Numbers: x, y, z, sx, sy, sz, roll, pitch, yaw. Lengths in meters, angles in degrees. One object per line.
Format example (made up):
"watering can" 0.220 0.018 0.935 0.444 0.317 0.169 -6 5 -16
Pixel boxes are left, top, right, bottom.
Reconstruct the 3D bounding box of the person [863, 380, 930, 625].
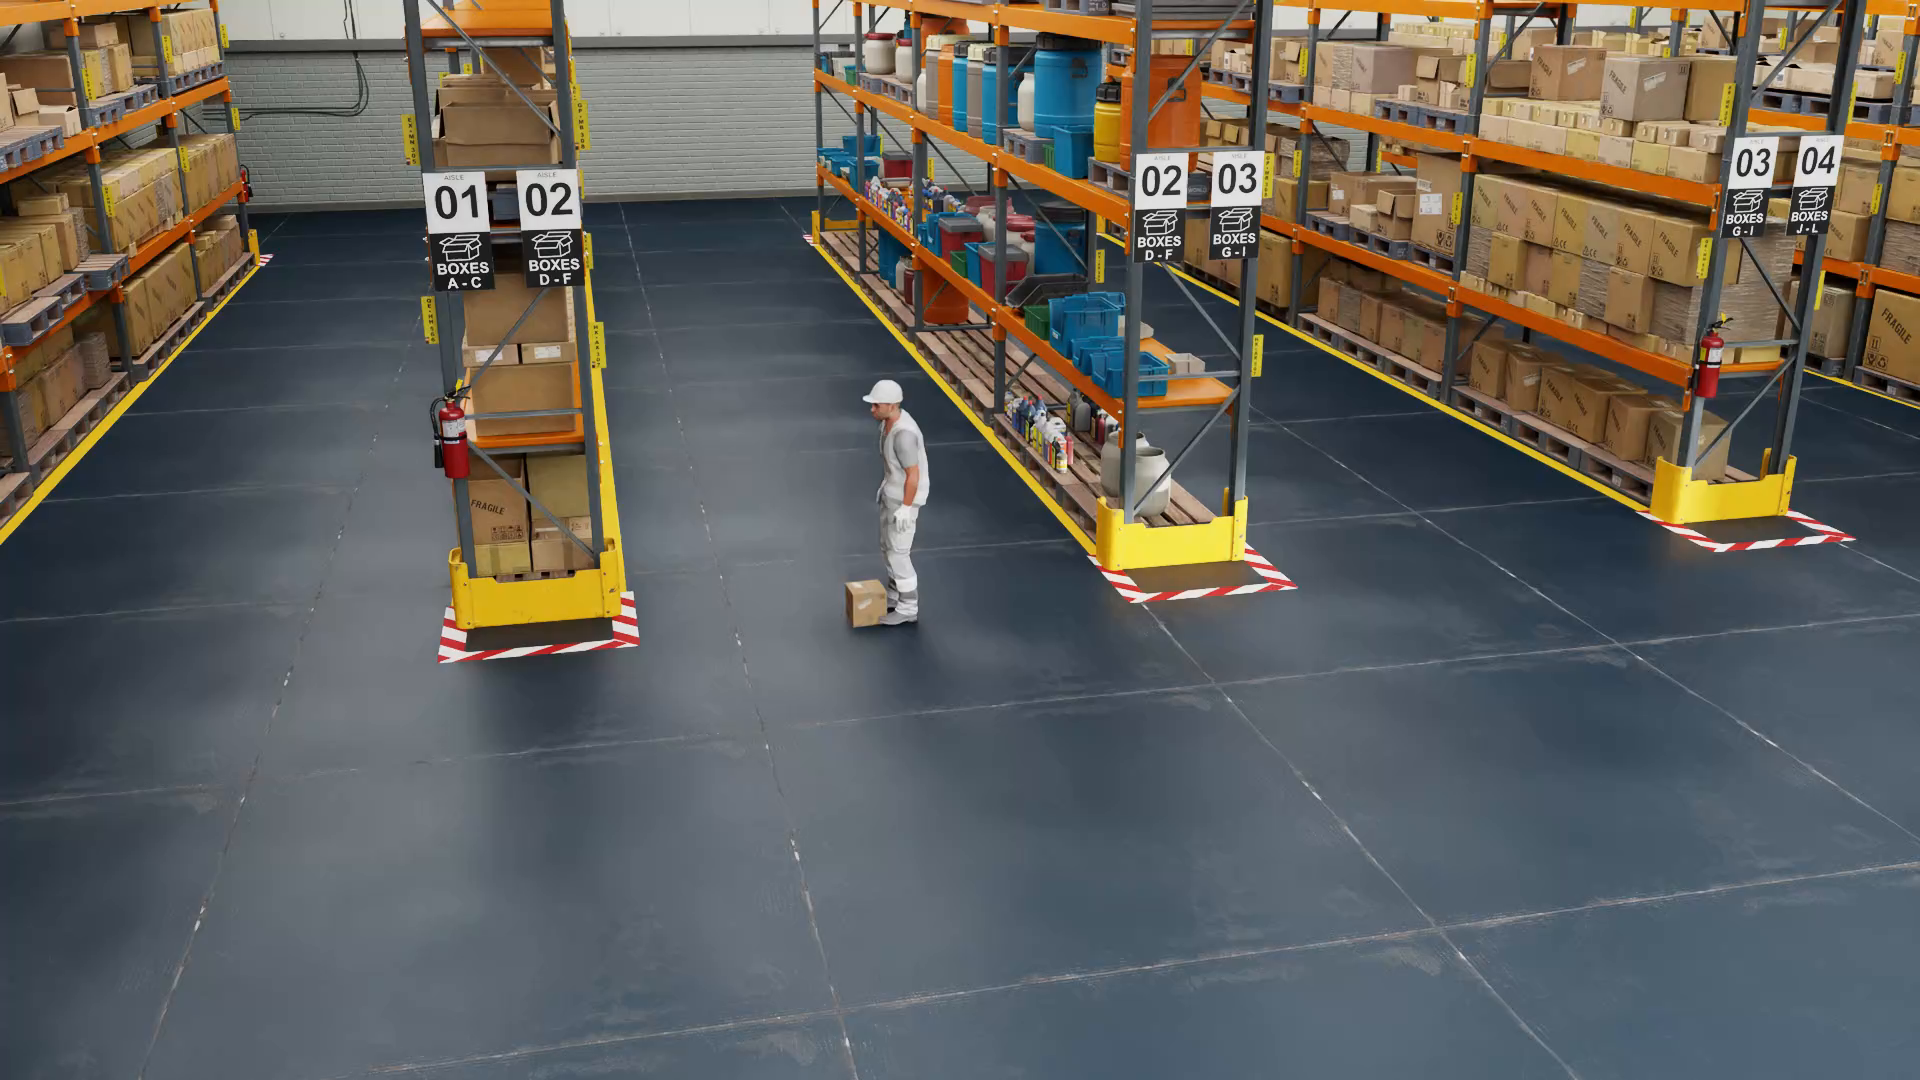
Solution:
"person" -0.461 -0.280 11.844 0.453 1.777 0.604 -5 20 -15
